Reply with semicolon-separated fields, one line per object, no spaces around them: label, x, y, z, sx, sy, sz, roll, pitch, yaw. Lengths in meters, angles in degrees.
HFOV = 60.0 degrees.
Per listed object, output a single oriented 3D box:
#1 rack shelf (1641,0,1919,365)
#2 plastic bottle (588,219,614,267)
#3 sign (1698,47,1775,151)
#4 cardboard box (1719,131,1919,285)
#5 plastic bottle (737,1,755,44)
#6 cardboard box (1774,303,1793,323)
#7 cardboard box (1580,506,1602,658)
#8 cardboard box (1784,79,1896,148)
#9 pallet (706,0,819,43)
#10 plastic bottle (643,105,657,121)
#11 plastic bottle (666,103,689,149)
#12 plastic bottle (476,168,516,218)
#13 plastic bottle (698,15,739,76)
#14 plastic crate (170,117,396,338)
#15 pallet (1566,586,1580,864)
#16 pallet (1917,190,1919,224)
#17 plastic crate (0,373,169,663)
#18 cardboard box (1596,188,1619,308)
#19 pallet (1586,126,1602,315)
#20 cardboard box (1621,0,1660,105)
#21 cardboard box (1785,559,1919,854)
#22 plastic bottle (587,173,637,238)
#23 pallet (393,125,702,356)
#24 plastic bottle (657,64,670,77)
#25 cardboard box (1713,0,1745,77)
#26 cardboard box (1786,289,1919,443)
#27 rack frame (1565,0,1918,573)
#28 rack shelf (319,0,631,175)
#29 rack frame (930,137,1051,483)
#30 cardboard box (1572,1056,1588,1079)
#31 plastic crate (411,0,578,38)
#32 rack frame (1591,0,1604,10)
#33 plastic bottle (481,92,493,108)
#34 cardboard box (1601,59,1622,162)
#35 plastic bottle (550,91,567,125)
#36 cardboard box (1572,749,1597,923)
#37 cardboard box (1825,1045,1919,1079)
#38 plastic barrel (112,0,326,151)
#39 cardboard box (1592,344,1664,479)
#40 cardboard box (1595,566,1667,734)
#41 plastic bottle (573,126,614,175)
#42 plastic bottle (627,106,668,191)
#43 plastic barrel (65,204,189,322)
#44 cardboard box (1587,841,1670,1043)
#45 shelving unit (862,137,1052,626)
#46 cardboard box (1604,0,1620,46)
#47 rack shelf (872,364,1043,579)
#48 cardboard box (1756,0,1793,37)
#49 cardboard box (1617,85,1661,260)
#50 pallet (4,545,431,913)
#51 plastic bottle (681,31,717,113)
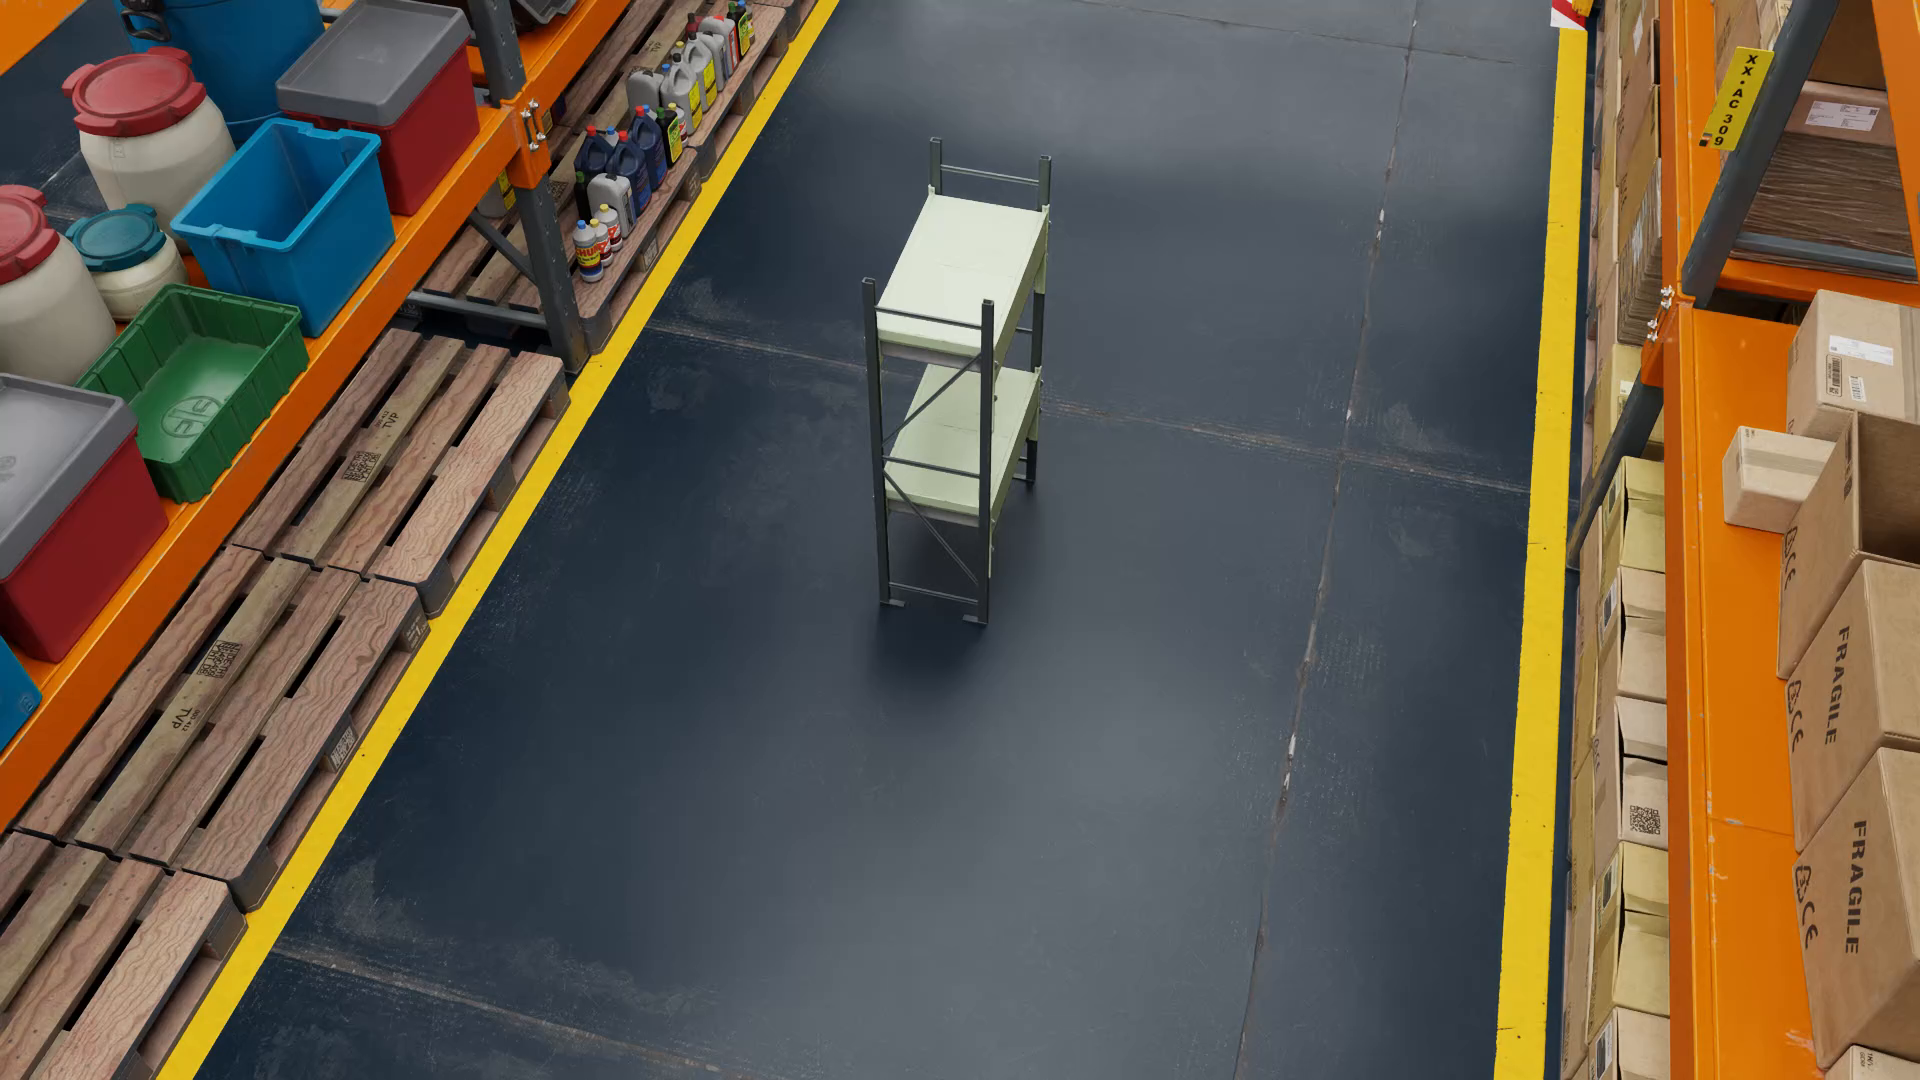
rack shelf;3.264;-2.037;6.527;1.077;0.370;4.000;12;50;10
plastic bottle;-1.506;-1.246;6.922;0.097;0.201;0.097;0;49;0
sign;2.202;-1.250;4.722;0.100;0.325;0.005;12;50;10
cardboard box;2.849;-1.184;5.227;0.700;0.500;0.500;10;49;9
plastic bottle;-1.047;-2.507;8.035;0.097;0.201;0.097;0;49;0
cardboard box;3.286;-0.943;6.135;0.500;0.500;0.500;12;50;10
cardboard box;2.393;0.185;5.640;0.500;0.250;0.500;10;49;9
cardboard box;2.603;-1.315;4.911;0.380;0.149;0.250;12;50;10
pallet;-1.181;-3.128;8.870;1.003;0.211;1.213;12;50;10
plastic bottle;-1.375;-1.804;7.367;0.097;0.271;0.097;0;49;0
plastic bottle;-1.280;-1.867;7.470;0.097;0.201;0.097;0;49;0
plastic bottle;-2.009;-1.572;7.110;0.144;0.351;0.185;12;50;10
plastic bottle;-1.140;-2.354;7.850;0.152;0.276;0.135;12;50;10
plastic crate;-2.030;-0.944;5.093;0.392;0.384;0.575;12;50;10
pallet;2.582;0.635;5.549;1.003;0.211;1.213;12;50;10
pallet;2.069;-0.183;2.536;1.003;0.211;1.213;14;50;12
plastic crate;-2.372;-0.045;4.246;0.402;0.464;0.583;12;50;10
cardboard box;2.908;-1.160;6.827;0.500;0.250;0.500;12;50;10
pallet;3.307;-1.358;7.308;1.003;0.211;1.213;12;50;10
cardboard box;3.186;-2.129;7.182;0.500;0.500;0.500;12;50;10
cardboard box;2.250;0.434;3.800;0.500;0.500;0.500;12;50;10
plastic bottle;-1.474;-1.436;7.040;0.152;0.276;0.135;13;50;11
pallet;-1.823;-1.363;7.313;1.003;0.211;1.213;12;50;10
plastic bottle;-1.344;-2.101;7.677;0.097;0.201;0.097;0;49;0
cardboard box;3.117;-1.929;5.885;0.700;0.500;0.500;12;50;11
cardboard box;2.651;-0.414;4.715;0.500;0.250;0.500;14;50;12
rack frame;2.738;-0.828;4.980;1.000;3.000;0.127;12;50;10
rack shelf;-1.513;-3.017;7.392;1.077;0.370;4.000;12;50;10
rack frame;0.098;-0.766;5.926;0.400;1.500;0.023;12;50;10
cardboard box;1.856;1.670;4.329;0.500;0.250;0.500;13;50;11
plastic crate;-1.779;-2.142;6.181;0.767;0.338;0.504;12;50;10
rack frame;3.791;-3.722;7.534;1.000;3.000;0.127;12;50;10
plastic bottle;-2.095;-1.843;7.394;0.061;0.283;0.133;15;50;13
cardboard box;3.175;-1.883;7.465;0.500;0.250;0.500;12;50;10
plastic bottle;-1.863;-2.047;7.574;0.061;0.283;0.133;12;50;10
cardboard box;2.123;0.930;4.982;0.500;0.250;0.500;10;49;9
cardboard box;1.967;1.214;3.345;0.380;0.149;0.250;15;50;13
plastic barrel;-2.434;-1.755;5.464;0.600;0.901;0.708;12;50;10
cardboard box;2.649;-0.436;6.188;0.500;0.250;0.500;12;50;10
cardboard box;2.252;0.368;5.105;0.500;0.311;0.500;11;49;10
plastic bottle;-1.566;-1.608;7.142;0.144;0.351;0.185;12;50;10
plastic bottle;-1.377;-1.716;7.237;0.144;0.351;0.185;10;49;8
plastic barrel;-2.536;-0.836;5.079;0.301;0.262;0.301;0;49;0
cardboard box;1.986;1.119;4.442;0.500;0.311;0.500;13;50;11
shelving unit;0.002;-0.501;5.692;0.431;1.500;0.755;12;50;10
cardboard box;3.435;-2.607;8.104;0.500;0.250;0.500;12;50;10
rack shelf;0.002;-0.285;5.936;0.431;0.370;0.720;12;50;10
cardboard box;2.736;-1.684;5.236;0.380;0.149;0.250;10;49;9
cardboard box;2.920;-1.406;6.544;0.500;0.500;0.500;12;50;10
pallet;-2.528;0.575;5.602;1.003;0.211;1.213;12;50;10
plastic bottle;-1.216;-2.158;7.627;0.144;0.351;0.185;13;50;12
